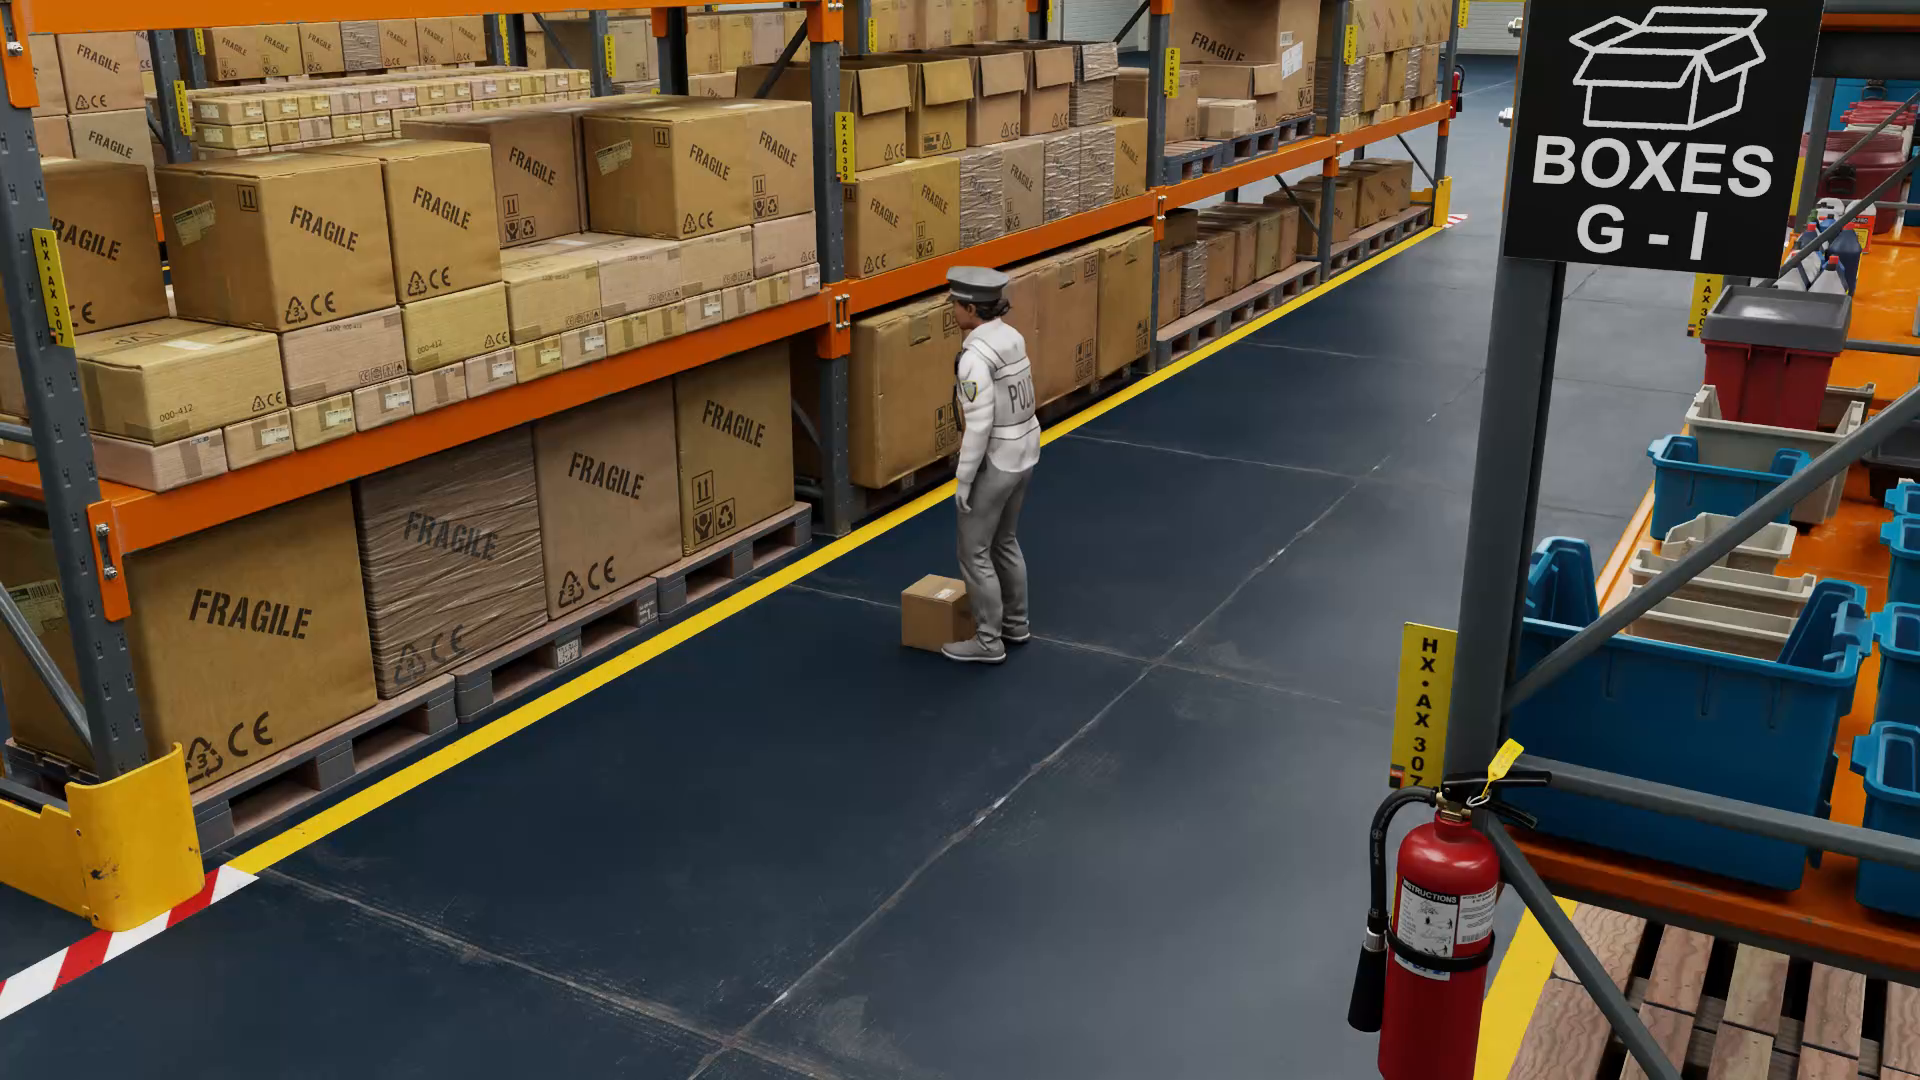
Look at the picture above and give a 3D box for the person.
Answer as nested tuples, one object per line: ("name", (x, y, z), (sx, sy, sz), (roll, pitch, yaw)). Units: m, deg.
("person", (0.127, -0.302, 6.916), (0.374, 1.662, 0.539), (9, 22, 24))
